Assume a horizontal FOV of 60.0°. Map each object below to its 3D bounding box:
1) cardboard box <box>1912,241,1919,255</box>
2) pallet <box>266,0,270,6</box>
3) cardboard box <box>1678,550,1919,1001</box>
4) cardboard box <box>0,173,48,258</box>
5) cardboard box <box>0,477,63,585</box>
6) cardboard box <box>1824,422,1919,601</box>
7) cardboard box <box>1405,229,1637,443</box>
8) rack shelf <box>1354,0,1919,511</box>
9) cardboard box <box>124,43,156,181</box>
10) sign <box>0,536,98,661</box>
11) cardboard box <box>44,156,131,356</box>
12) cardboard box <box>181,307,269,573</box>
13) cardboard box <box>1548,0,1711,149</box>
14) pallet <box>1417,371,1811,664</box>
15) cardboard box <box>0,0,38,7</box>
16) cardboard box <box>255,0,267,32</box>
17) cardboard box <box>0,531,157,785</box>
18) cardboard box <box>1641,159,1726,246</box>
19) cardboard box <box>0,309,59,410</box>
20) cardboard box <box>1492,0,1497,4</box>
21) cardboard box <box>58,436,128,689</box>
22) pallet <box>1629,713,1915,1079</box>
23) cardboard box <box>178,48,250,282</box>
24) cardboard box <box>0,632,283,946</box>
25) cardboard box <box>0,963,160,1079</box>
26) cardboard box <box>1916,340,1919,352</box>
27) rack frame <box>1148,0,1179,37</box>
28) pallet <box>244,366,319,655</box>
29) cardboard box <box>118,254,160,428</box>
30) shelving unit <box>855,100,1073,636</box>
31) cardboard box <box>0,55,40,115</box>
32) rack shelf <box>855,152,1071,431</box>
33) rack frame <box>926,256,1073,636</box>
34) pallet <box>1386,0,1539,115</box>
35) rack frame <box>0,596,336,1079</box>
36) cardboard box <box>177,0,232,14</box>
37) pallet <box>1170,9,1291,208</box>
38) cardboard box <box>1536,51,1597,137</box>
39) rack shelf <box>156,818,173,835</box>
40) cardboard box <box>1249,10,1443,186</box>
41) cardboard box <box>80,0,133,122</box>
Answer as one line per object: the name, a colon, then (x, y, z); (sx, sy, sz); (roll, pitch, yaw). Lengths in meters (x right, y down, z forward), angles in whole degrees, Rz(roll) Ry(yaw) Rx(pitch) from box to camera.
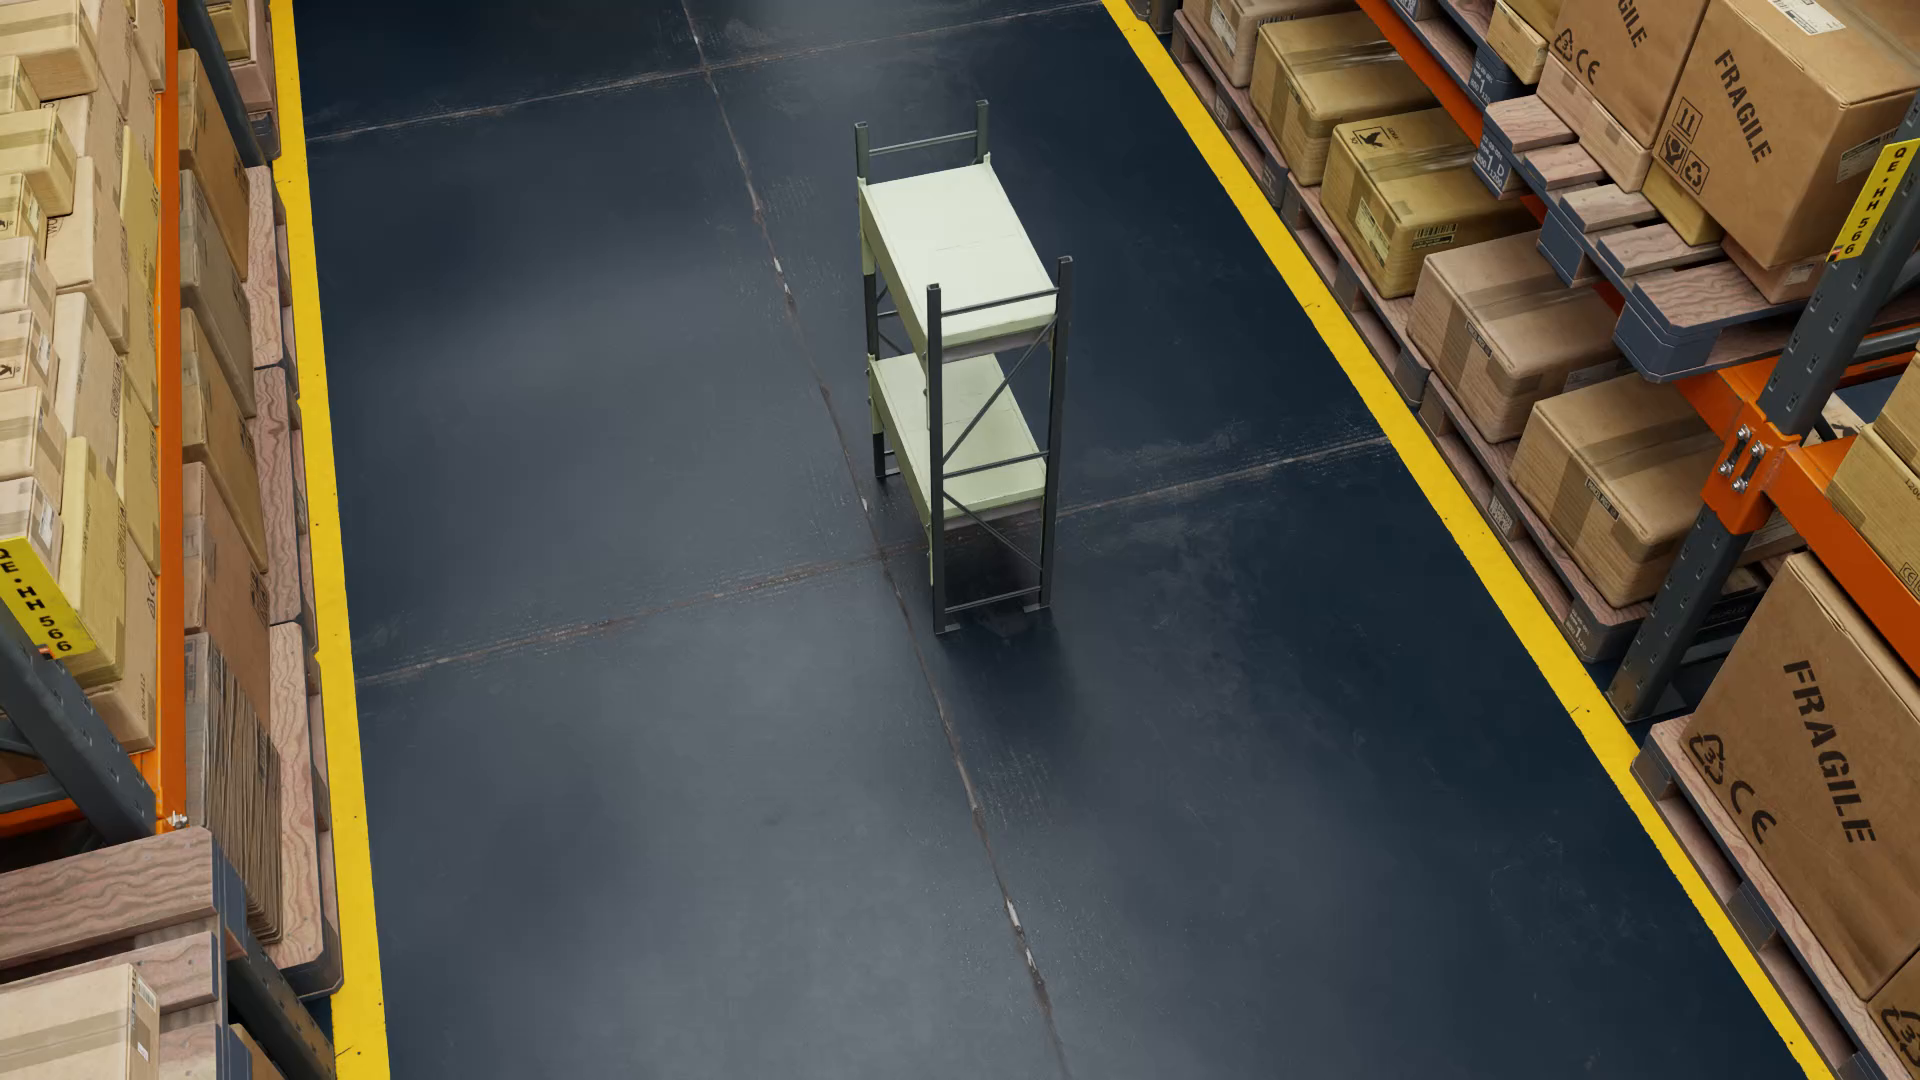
cardboard box: (2.641, -0.872, 4.413); (0.380, 0.149, 0.250); (-16, 52, -13)
pallet: (-3.923, -2.919, 8.072); (1.003, 0.211, 1.213); (-13, 51, -11)
cardboard box: (2.685, 0.535, 4.452); (0.875, 0.875, 0.875); (-14, 51, -11)
cardboard box: (-2.367, -0.695, 3.884); (0.380, 0.149, 0.250); (-13, 51, -11)
cardboard box: (-1.994, 0.046, 3.259); (0.380, 0.149, 0.250); (-12, 51, -10)
cardboard box: (2.464, -0.075, 3.950); (0.500, 0.250, 0.500); (-14, 51, -12)
cardboard box: (2.176, -0.778, 5.888); (0.950, 0.372, 0.625); (-14, 51, -12)
rack shelf: (1.968, -1.767, 5.748); (1.077, 0.370, 4.000); (-13, 51, -11)
cardboard box: (-2.693, -1.242, 4.933); (0.500, 0.250, 0.500); (-13, 51, -11)
sign: (-1.665, 0.110, 2.990); (0.100, 0.325, 0.005); (-13, 51, -11)
cardboard box: (-2.363, -0.657, 4.113); (0.500, 0.250, 0.500); (-14, 51, -12)
cardboard box: (-2.752, -0.209, 5.242); (0.875, 0.625, 0.625); (-15, 52, -12)
cardboard box: (1.996, -1.446, 4.472); (0.500, 0.500, 0.500); (-14, 51, -12)
pallet: (2.330, -0.210, 5.789); (1.003, 0.211, 1.213); (-13, 51, -11)
cardboard box: (-2.645, -1.450, 4.521); (0.380, 0.149, 0.250); (-13, 51, -11)
cardboard box: (-3.355, -2.379, 7.317); (0.500, 0.250, 0.500); (-14, 51, -12)
cardboard box: (-2.079, 0.256, 3.670); (0.500, 0.250, 0.500); (-13, 51, -11)
cardboard box: (2.090, -0.958, 4.485); (0.380, 0.149, 0.250); (-13, 51, -10)
cardboard box: (-2.174, -0.330, 3.577); (0.380, 0.149, 0.250); (-12, 51, -10)
cardboard box: (1.857, -1.727, 5.134); (0.380, 0.149, 0.250); (-13, 51, -11)
cardboard box: (-2.055, 0.089, 3.484); (0.500, 0.250, 0.500); (-13, 51, -11)
pallet: (2.721, 0.954, 4.808); (1.003, 0.211, 1.213); (-13, 51, -11)
cardboard box: (-3.199, -1.326, 6.184); (0.875, 0.625, 0.625); (-11, 51, -9)
cardboard box: (-2.352, 0.759, 4.427); (0.875, 0.625, 0.625); (-12, 51, -10)
cardboard box: (-1.620, 0.926, 2.897); (0.380, 0.149, 0.250); (-12, 51, -10)
cardboard box: (2.472, -0.477, 3.471); (0.500, 0.500, 0.500); (-15, 51, -12)
rack frame: (1.377, -3.459, 6.704); (1.000, 3.000, 0.127); (-13, 51, -11)
pallet: (-2.744, -0.014, 5.623); (1.003, 0.211, 1.213); (-13, 51, -11)
cardboard box: (-2.382, -0.487, 4.297); (0.500, 0.250, 0.500); (-15, 51, -12)
shelving unit: (-0.002, -0.488, 5.181); (0.431, 1.500, 0.755); (-13, 51, -11)
cardboard box: (-2.555, -1.062, 4.194); (0.380, 0.149, 0.250); (-13, 51, -11)
rack shelf: (-0.002, -0.740, 4.882); (0.431, 0.370, 0.720); (-13, 51, -11)
rack frame: (0.106, -0.221, 4.955); (0.400, 1.500, 0.023); (-13, 51, -11)
pallet: (1.935, -1.913, 5.526); (1.003, 0.211, 1.213); (-13, 51, -11)
rack frame: (-2.181, 0.587, 3.293); (1.000, 3.000, 0.127); (-13, 51, -11)
cardboard box: (-3.207, -2.330, 6.622); (0.500, 0.250, 0.500); (-14, 51, -12)
pallet: (1.608, -1.992, 7.291); (1.003, 0.211, 1.213); (-13, 51, -11)
cardboard box: (1.905, -1.317, 4.788); (0.380, 0.149, 0.250); (-16, 52, -13)
rack shelf: (-1.589, 2.280, 2.337); (1.077, 0.370, 4.000); (-13, 51, -11)
cardboard box: (1.750, -1.841, 6.784); (0.950, 0.372, 0.625); (-10, 51, -9)
cardboard box: (-2.670, -1.398, 4.737); (0.500, 0.250, 0.500); (-12, 51, -10)
